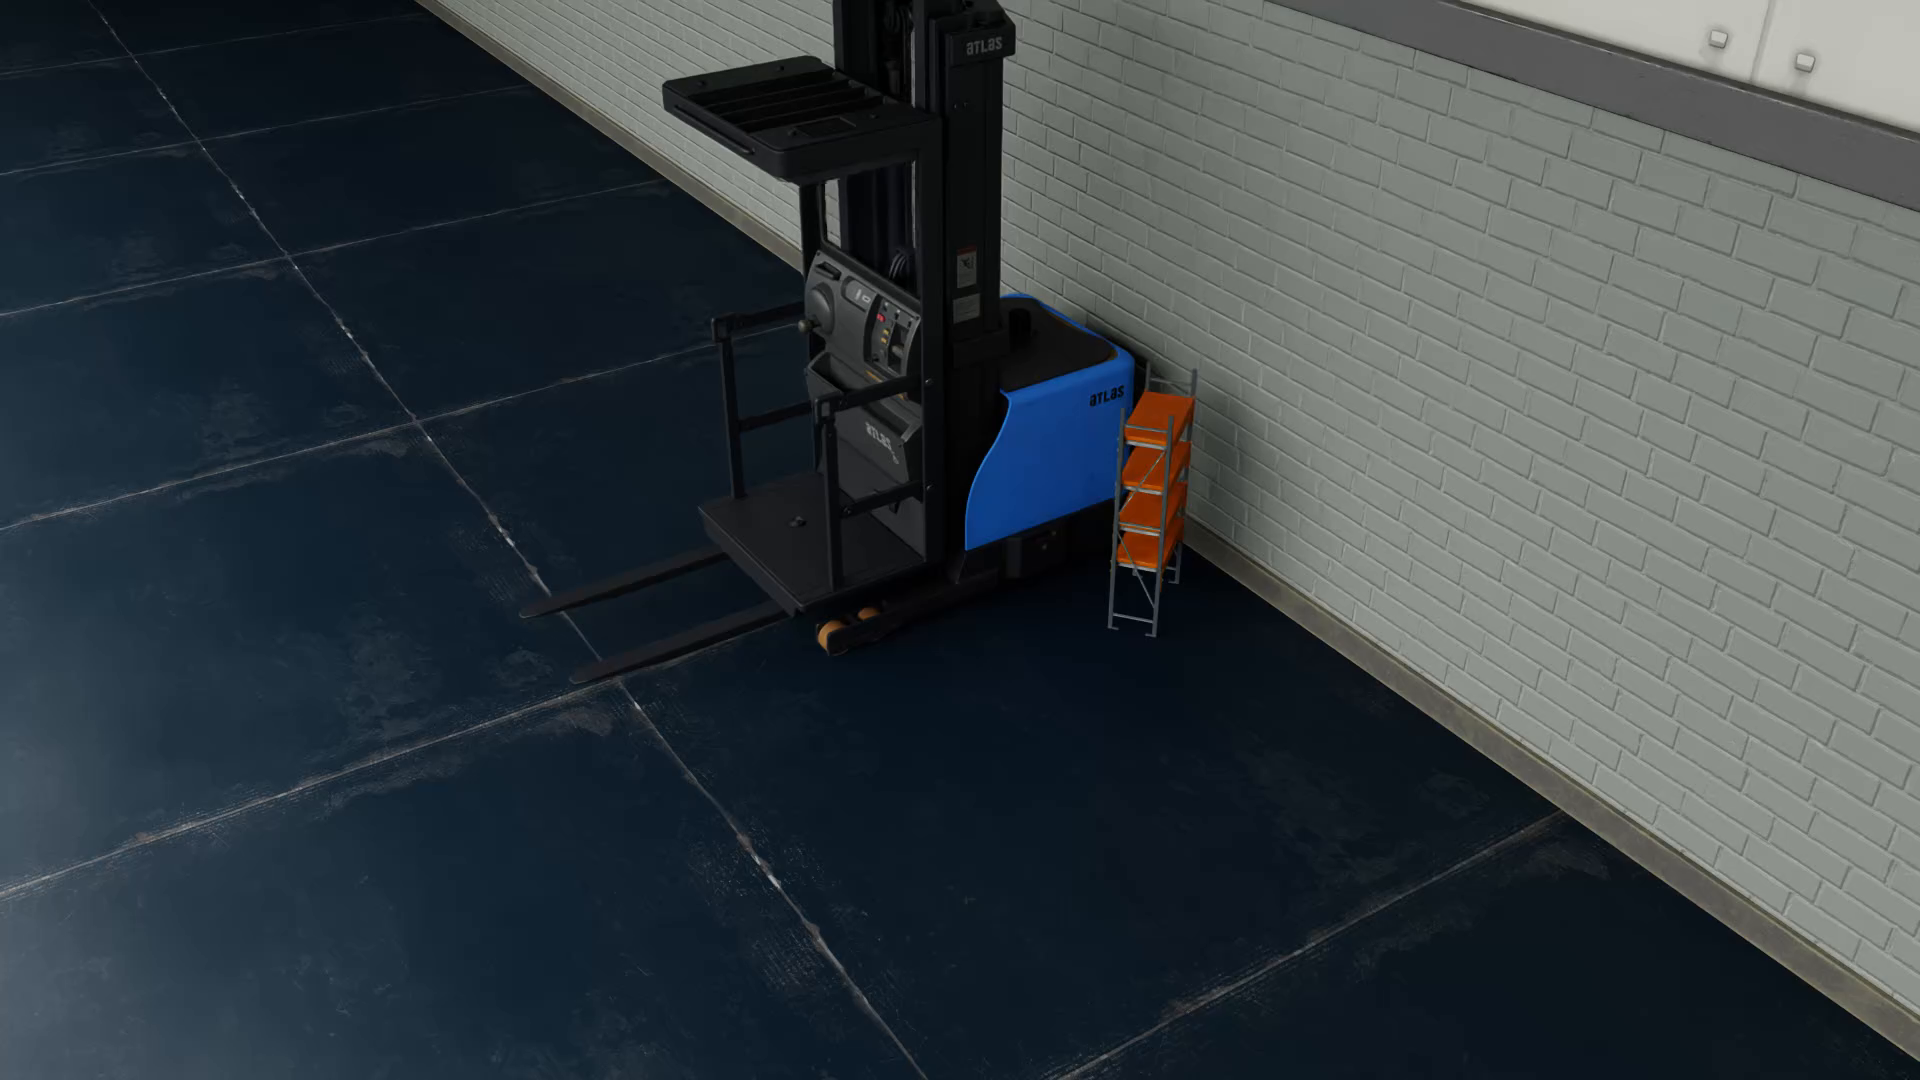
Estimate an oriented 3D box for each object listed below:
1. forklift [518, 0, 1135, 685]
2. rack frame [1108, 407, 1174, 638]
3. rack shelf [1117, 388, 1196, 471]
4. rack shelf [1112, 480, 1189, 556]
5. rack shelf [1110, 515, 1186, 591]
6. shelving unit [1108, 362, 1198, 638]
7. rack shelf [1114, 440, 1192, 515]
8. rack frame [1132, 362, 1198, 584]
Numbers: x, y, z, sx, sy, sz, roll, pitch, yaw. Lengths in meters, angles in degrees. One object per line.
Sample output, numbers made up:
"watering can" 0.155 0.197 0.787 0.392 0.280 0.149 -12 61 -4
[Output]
"forklift" -0.630 -1.014 7.611 3.031 2.935 1.130 -20 37 -28
"rack frame" 0.833 -0.062 7.724 0.240 1.200 0.015 11 34 16
"rack shelf" 0.914 -0.517 7.709 0.258 0.148 0.480 11 34 16
"rack shelf" 0.913 -0.128 7.955 0.258 0.148 0.480 11 34 16
"rack shelf" 0.913 0.040 8.061 0.258 0.148 0.480 11 34 16
"shelving unit" 0.913 -0.185 7.919 0.258 1.200 0.503 11 34 16
"rack shelf" 0.914 -0.317 7.835 0.258 0.148 0.480 11 34 16
"rack frame" 0.993 -0.308 8.114 0.240 1.200 0.015 11 34 16
